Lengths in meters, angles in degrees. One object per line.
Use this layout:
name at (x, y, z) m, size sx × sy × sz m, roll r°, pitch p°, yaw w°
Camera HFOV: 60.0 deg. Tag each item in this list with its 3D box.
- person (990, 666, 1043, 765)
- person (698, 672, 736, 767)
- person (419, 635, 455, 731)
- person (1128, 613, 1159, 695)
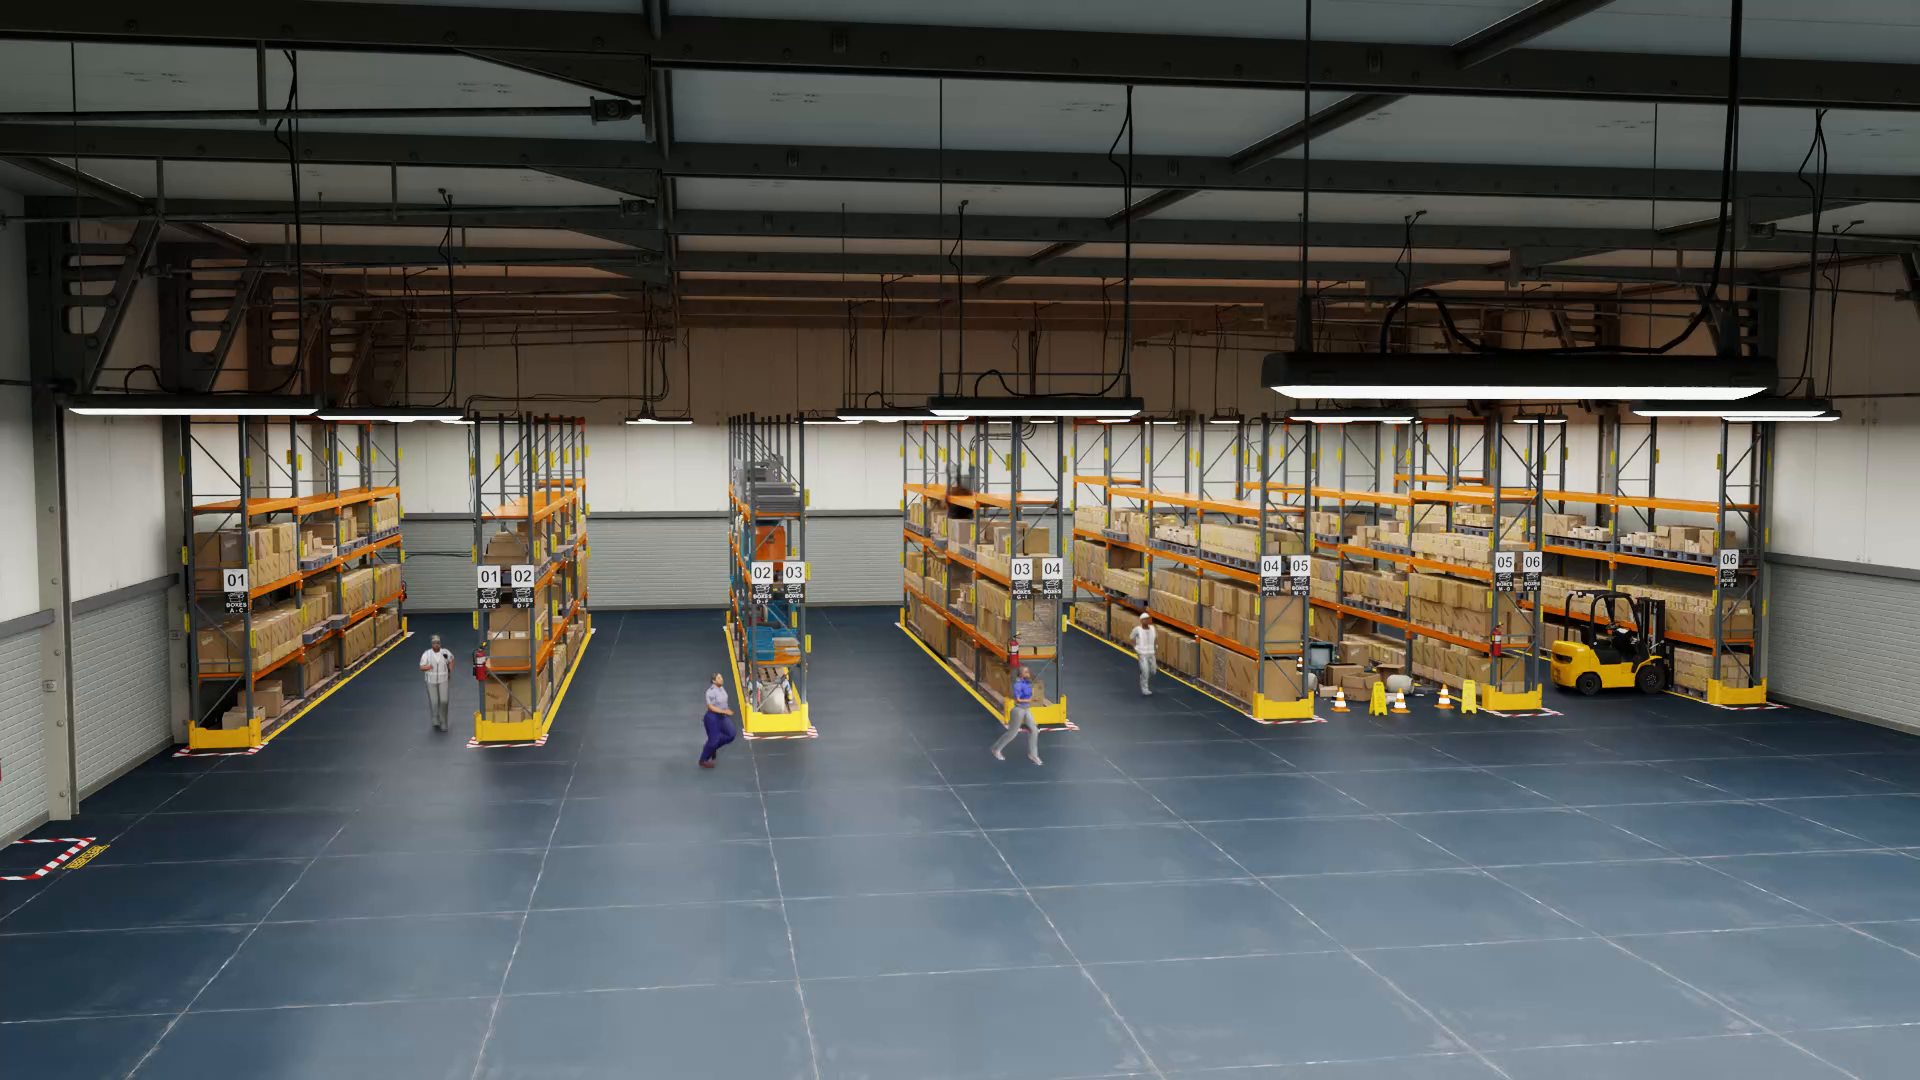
person at (0.989, 2.976, 28.308) m, size 0.896 × 1.698 × 0.587 m, roll 2°, pitch 4°, yaw 28°
person at (-4.071, 3.022, 28.024) m, size 0.678 × 1.591 × 0.626 m, roll 2°, pitch 4°, yaw 22°
person at (-9.887, 2.709, 31.470) m, size 0.642 × 1.842 × 0.730 m, roll -1°, pitch 4°, yaw -18°
person at (3.951, 2.432, 35.654) m, size 0.685 × 1.735 × 0.667 m, roll -1°, pitch 4°, yaw -19°
